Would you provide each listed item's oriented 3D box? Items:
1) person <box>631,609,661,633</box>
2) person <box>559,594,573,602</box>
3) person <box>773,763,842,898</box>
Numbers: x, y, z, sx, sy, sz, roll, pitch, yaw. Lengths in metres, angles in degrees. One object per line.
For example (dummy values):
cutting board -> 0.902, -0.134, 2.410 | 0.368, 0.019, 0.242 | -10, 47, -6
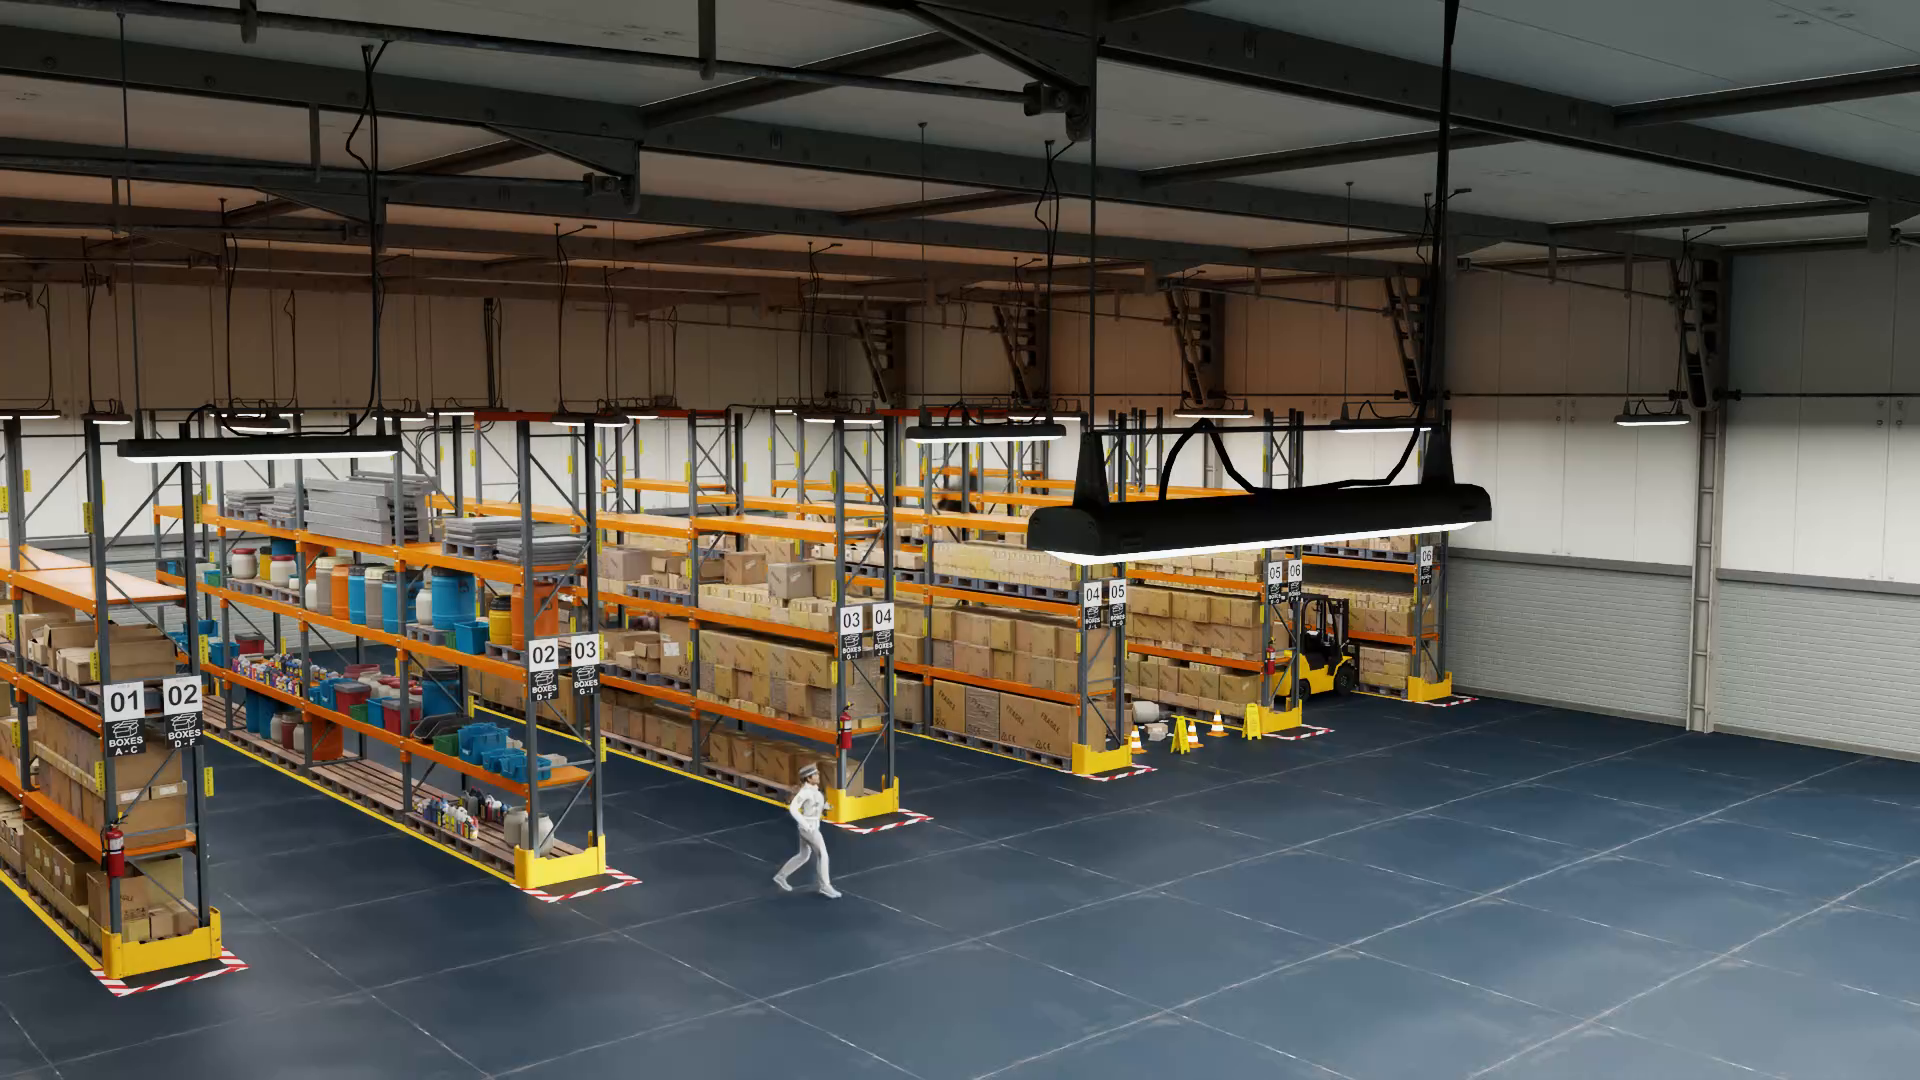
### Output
person -> -6.712, 2.292, 36.033 | 0.668, 1.852, 0.866 | -4, 6, -39
person -> -9.652, 1.963, 40.153 | 0.797, 1.765, 0.738 | 3, 6, 31
person -> -1.920, 3.650, 20.938 | 0.849, 1.716, 0.597 | 0, 5, -5
